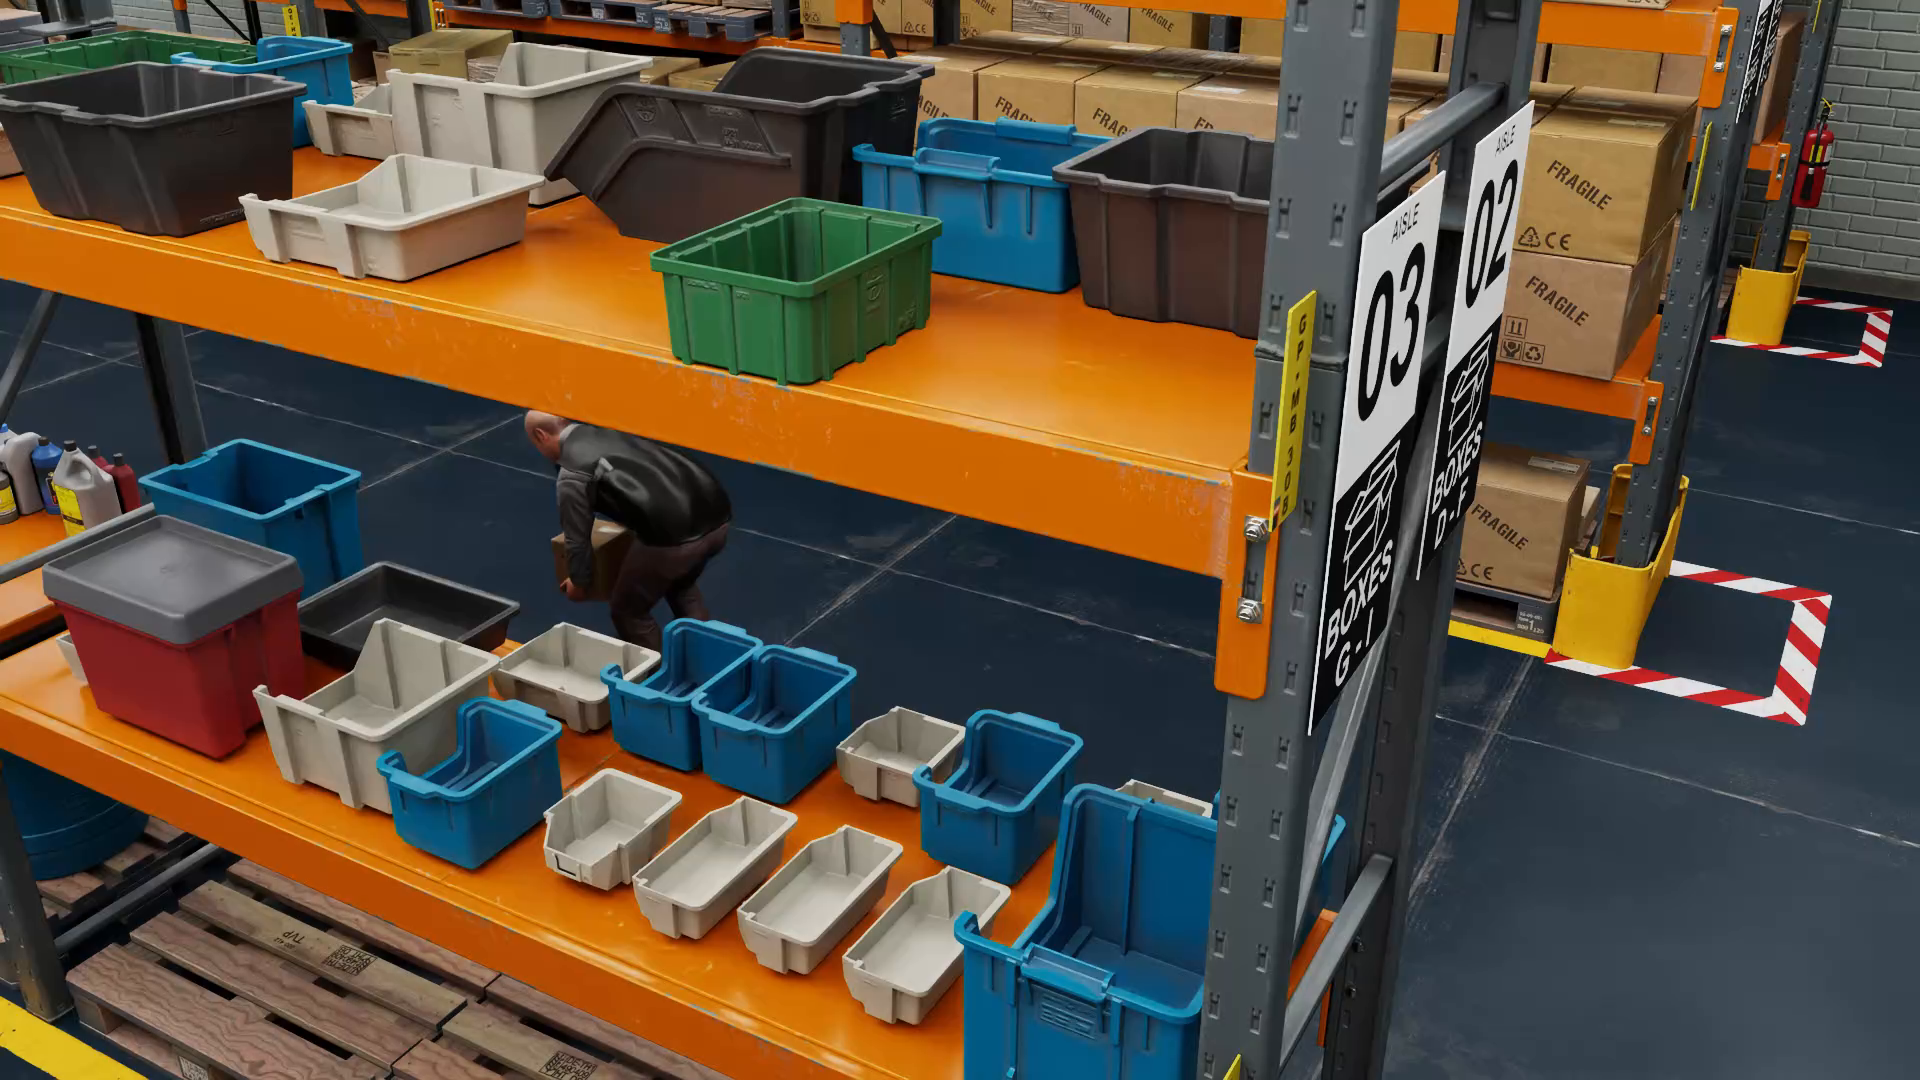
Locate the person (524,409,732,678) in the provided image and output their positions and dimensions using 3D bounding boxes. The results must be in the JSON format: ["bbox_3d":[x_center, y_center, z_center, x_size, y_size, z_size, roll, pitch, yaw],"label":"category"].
[{"bbox_3d":[-1.389,0.075,6.994,0.907,1.277,0.481,13,29,24],"label":"person"}]
